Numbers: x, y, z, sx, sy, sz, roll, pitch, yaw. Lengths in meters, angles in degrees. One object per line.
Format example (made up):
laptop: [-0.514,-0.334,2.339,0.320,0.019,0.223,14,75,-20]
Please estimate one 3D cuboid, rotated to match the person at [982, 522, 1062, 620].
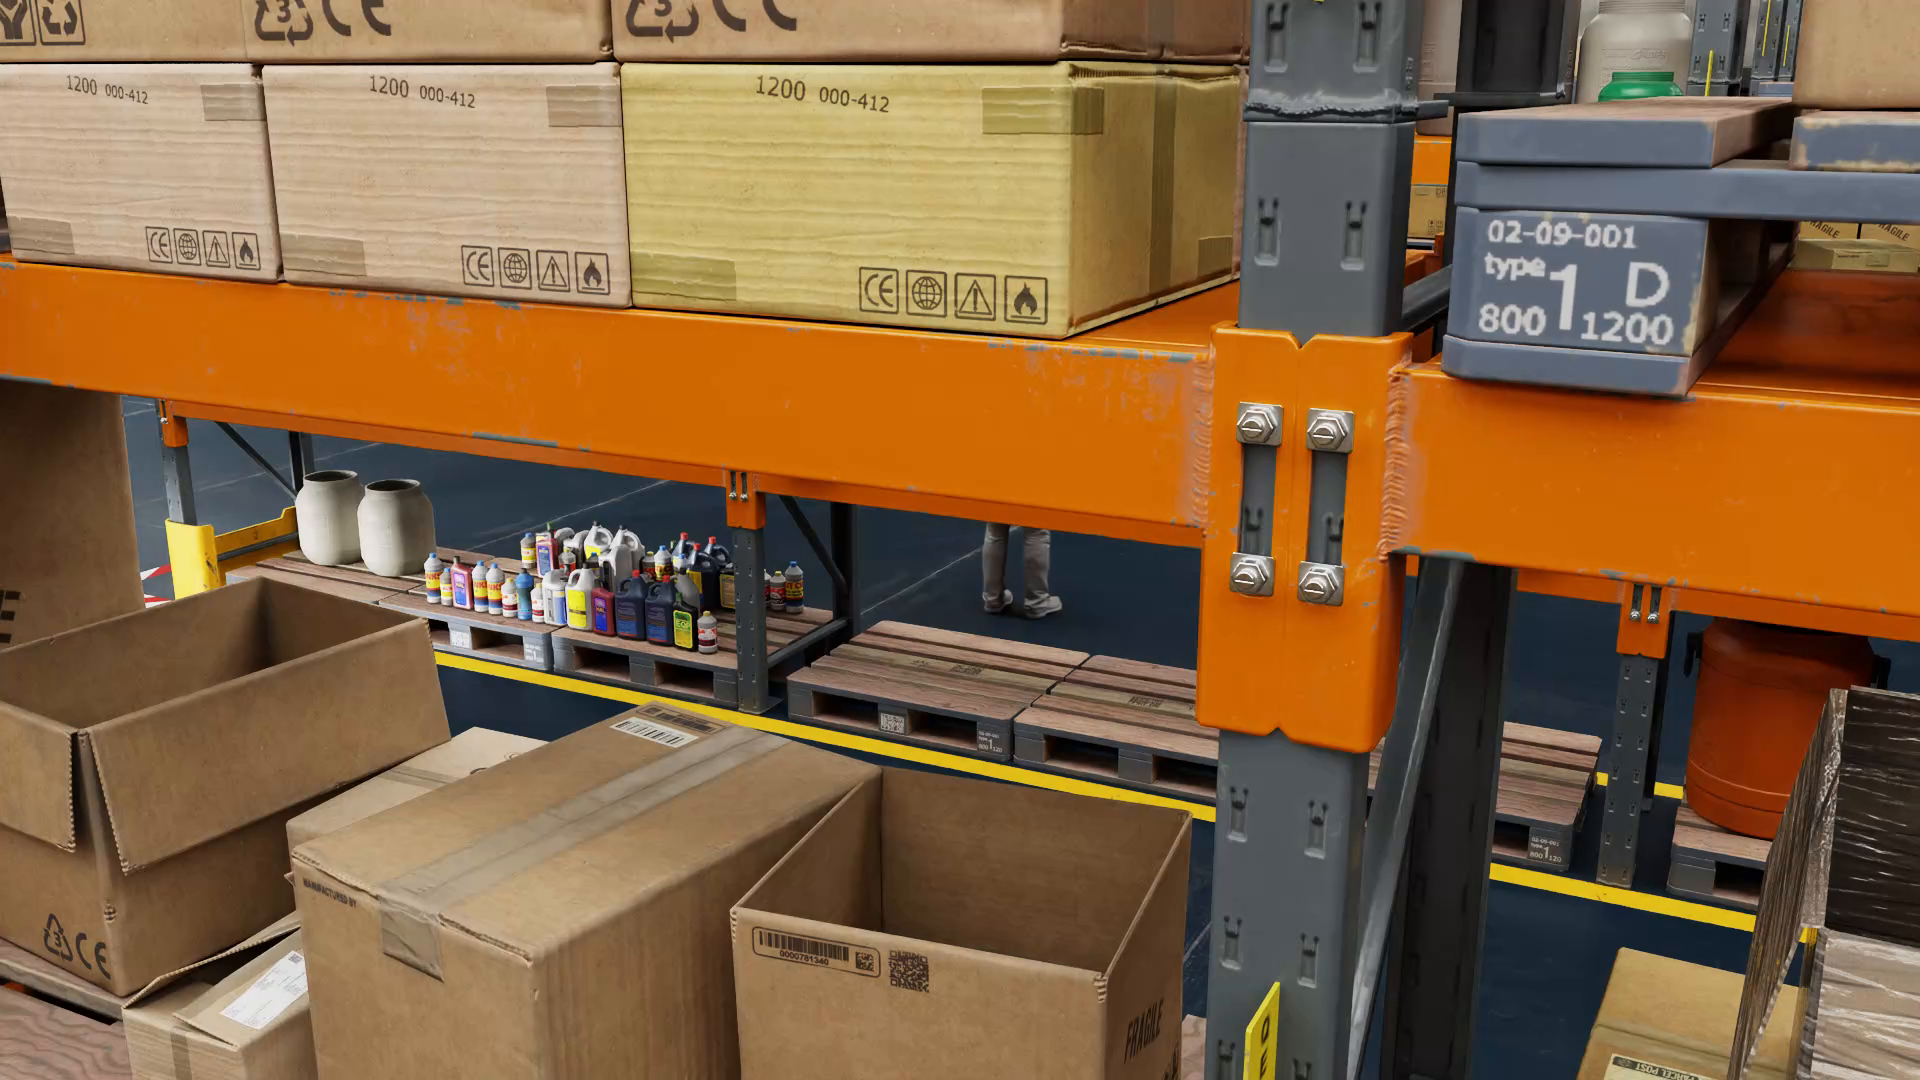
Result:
person: [0.338,-0.444,9.564,0.562,1.768,0.509,7,17,25]
